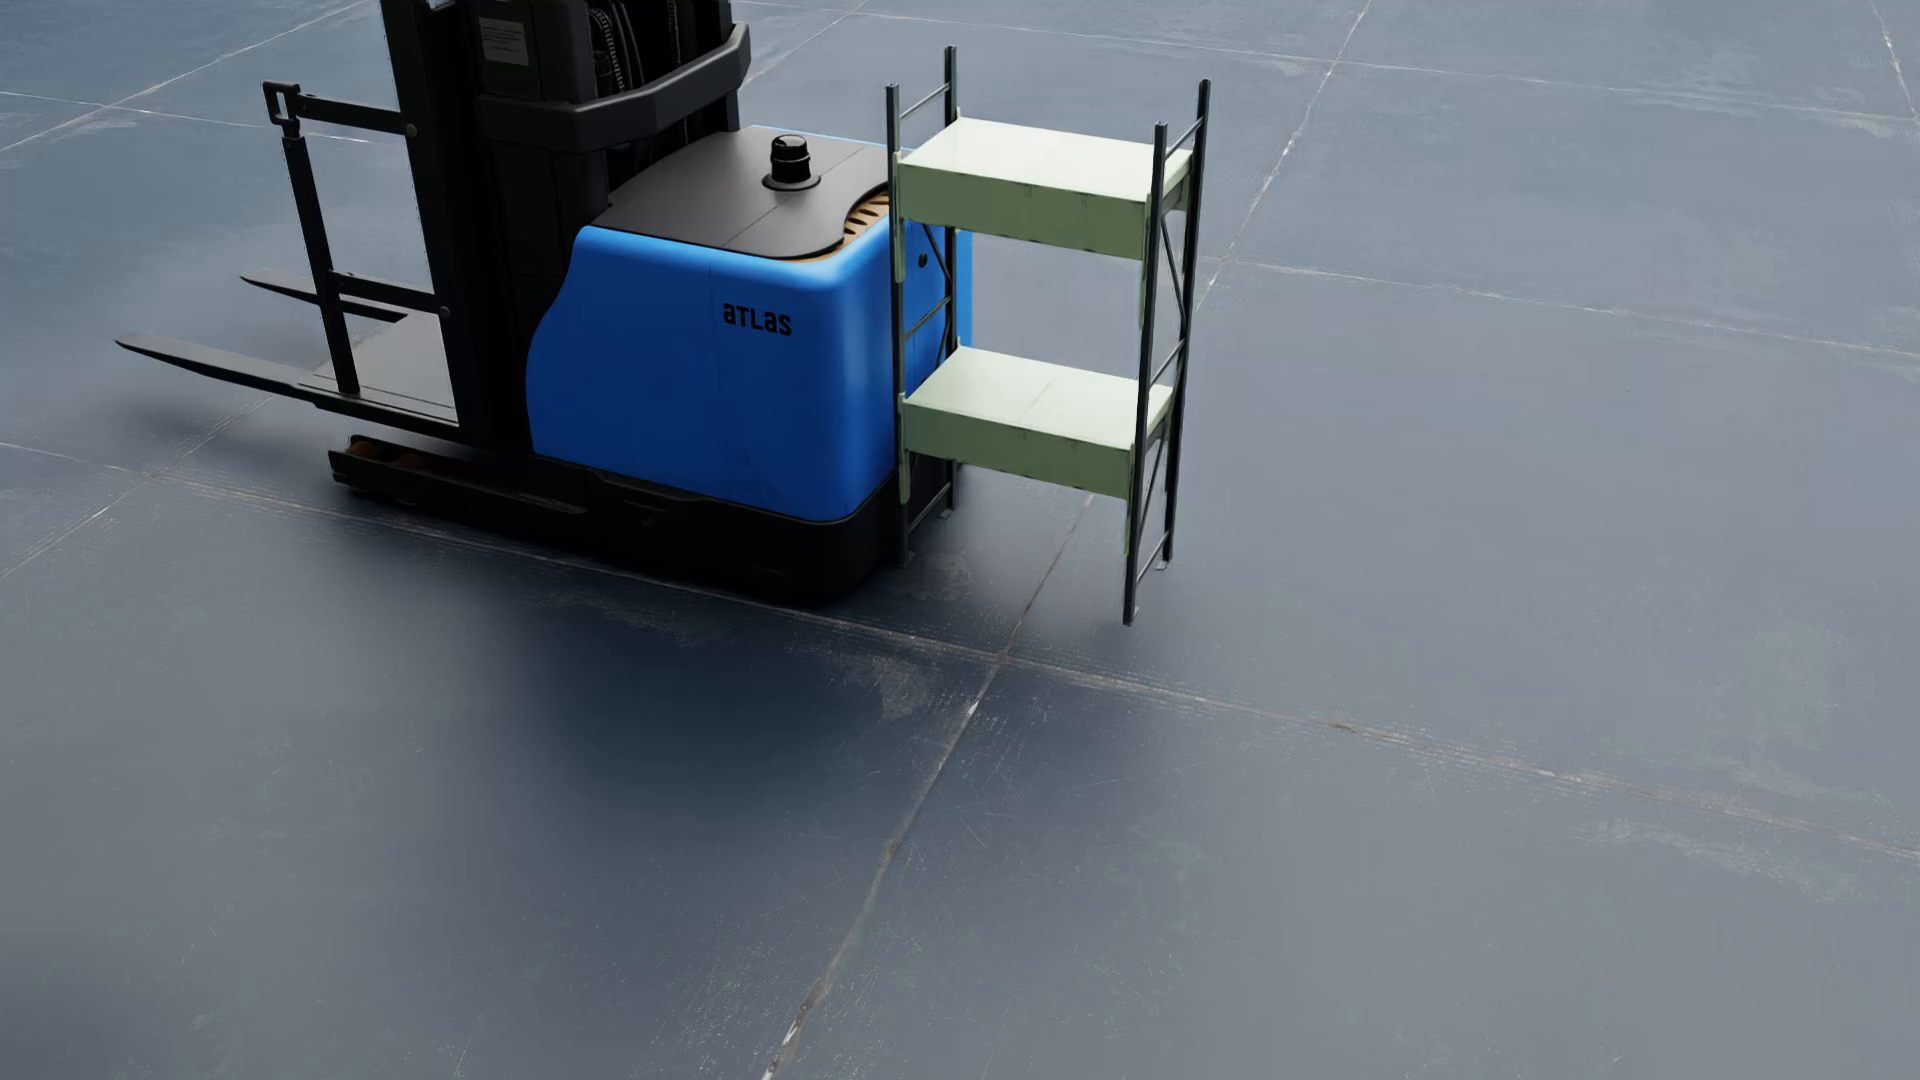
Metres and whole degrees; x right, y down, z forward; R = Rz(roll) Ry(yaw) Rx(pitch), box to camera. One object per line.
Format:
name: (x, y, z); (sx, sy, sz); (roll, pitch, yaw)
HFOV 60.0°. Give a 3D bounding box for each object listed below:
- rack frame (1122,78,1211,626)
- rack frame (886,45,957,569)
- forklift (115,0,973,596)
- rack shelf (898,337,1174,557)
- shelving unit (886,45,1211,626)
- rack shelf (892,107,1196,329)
rack frame: (0.567, -0.480, 4.610); (0.023, 1.500, 0.400); (14, 35, 20)
rack frame: (-0.101, -0.642, 4.861); (0.023, 1.500, 0.400); (14, 35, 20)
forklift: (-1.509, -1.590, 5.010); (3.031, 2.935, 1.130); (14, 35, 20)
rack shelf: (0.233, -0.287, 4.912); (0.720, 0.370, 0.431); (14, 35, 20)
shelving unit: (0.233, -0.561, 4.736); (0.755, 1.500, 0.431); (14, 35, 20)
rack shelf: (0.233, -0.888, 4.524); (0.720, 0.370, 0.431); (14, 35, 20)
